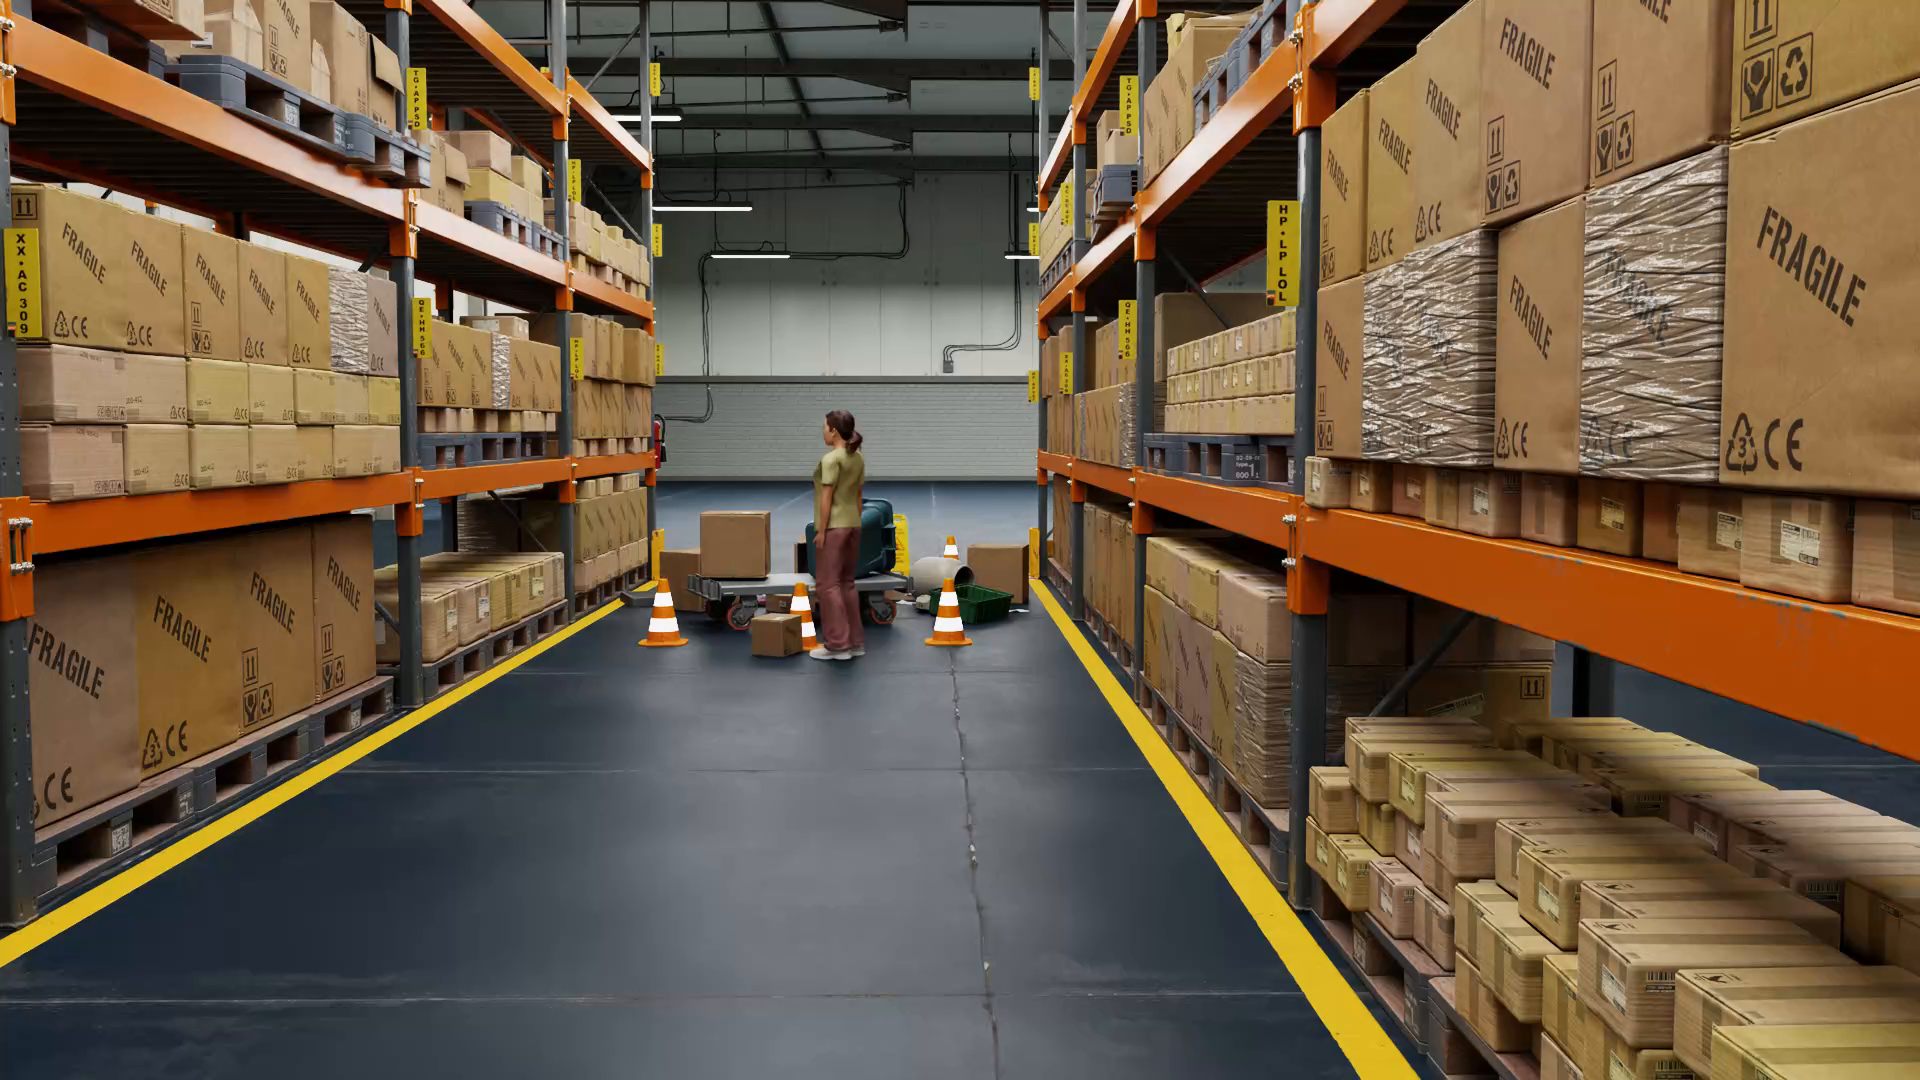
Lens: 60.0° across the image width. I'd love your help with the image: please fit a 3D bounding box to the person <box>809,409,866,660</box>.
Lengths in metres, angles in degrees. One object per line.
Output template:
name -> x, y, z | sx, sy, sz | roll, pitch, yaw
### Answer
person -> -0.814, -0.039, 11.109 | 0.370, 1.668, 0.440 | 2, 4, 29
